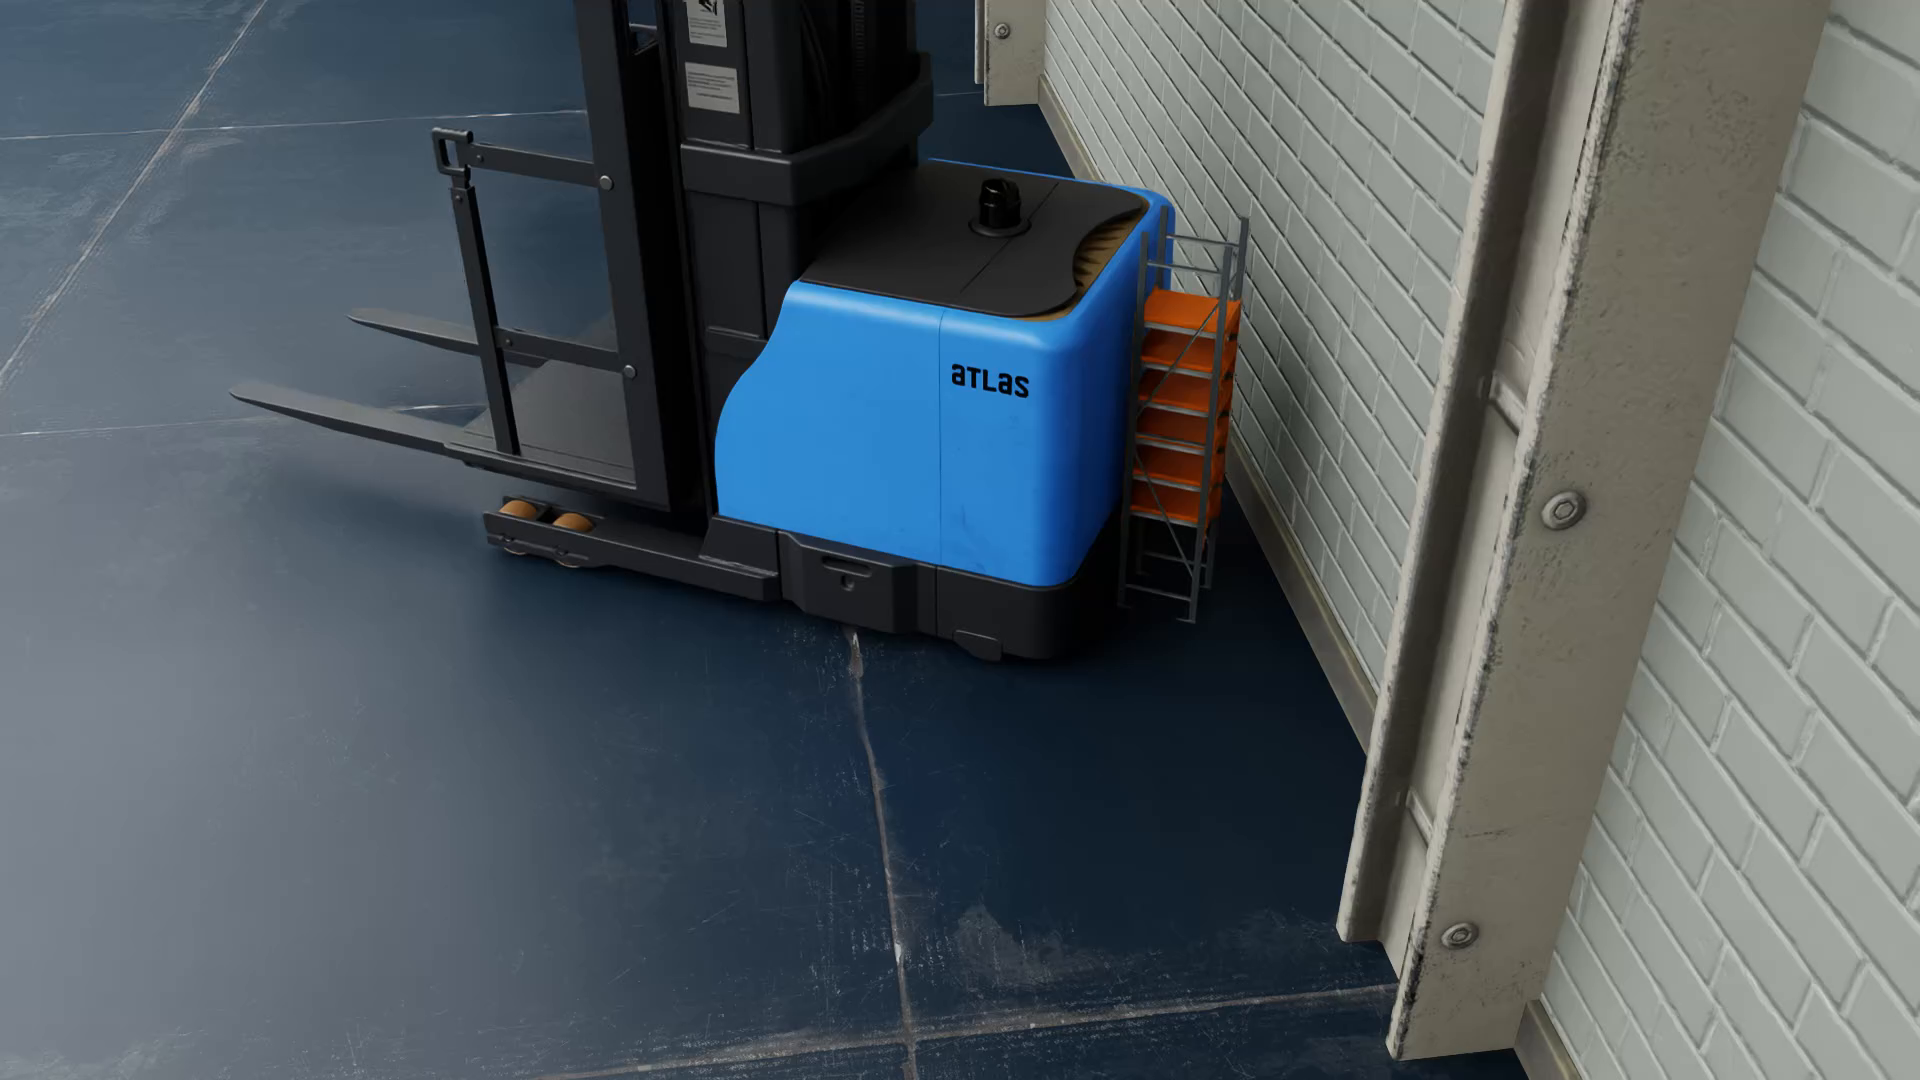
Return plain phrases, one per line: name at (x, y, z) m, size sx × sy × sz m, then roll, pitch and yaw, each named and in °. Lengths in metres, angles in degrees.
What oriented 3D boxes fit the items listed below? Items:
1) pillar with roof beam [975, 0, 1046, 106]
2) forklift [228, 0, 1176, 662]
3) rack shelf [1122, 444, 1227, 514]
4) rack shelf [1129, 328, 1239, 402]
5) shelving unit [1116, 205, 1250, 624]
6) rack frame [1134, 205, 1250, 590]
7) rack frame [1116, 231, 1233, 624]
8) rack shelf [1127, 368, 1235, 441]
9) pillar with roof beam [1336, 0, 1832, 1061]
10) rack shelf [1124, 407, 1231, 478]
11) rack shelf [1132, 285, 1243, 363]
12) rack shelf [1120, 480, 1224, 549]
pillar with roof beam at (-4.009, -5.736, 5.677) m, size 9.100 × 9.000 × 0.400 m, roll -4°, pitch 35°, yaw -6°
forklift at (-0.930, -1.387, 4.683) m, size 3.031 × 2.935 × 1.130 m, roll 12°, pitch 36°, yaw 18°
rack shelf at (0.613, -0.187, 4.751) m, size 0.258 × 0.103 × 0.180 m, roll 13°, pitch 36°, yaw 18°
rack shelf at (0.613, -0.484, 4.548) m, size 0.258 × 0.103 × 0.180 m, roll 13°, pitch 36°, yaw 18°
shelving unit at (0.613, -0.323, 4.658) m, size 0.258 × 1.200 × 0.189 m, roll 13°, pitch 36°, yaw 18°
rack frame at (0.647, -0.371, 4.729) m, size 0.240 × 1.200 × 0.006 m, roll 13°, pitch 36°, yaw 18°
rack frame at (0.580, -0.275, 4.588) m, size 0.240 × 1.200 × 0.006 m, roll 13°, pitch 36°, yaw 18°
rack shelf at (0.613, -0.385, 4.616) m, size 0.258 × 0.103 × 0.180 m, roll 13°, pitch 36°, yaw 18°
pillar with roof beam at (-3.202, -2.388, 0.763) m, size 9.100 × 9.000 × 0.400 m, roll -4°, pitch 35°, yaw -6°
rack shelf at (0.613, -0.286, 4.683) m, size 0.258 × 0.103 × 0.180 m, roll 13°, pitch 36°, yaw 18°
rack shelf at (0.613, -0.584, 4.480) m, size 0.258 × 0.103 × 0.180 m, roll 13°, pitch 36°, yaw 18°
rack shelf at (0.613, -0.088, 4.818) m, size 0.258 × 0.103 × 0.180 m, roll 13°, pitch 36°, yaw 18°
